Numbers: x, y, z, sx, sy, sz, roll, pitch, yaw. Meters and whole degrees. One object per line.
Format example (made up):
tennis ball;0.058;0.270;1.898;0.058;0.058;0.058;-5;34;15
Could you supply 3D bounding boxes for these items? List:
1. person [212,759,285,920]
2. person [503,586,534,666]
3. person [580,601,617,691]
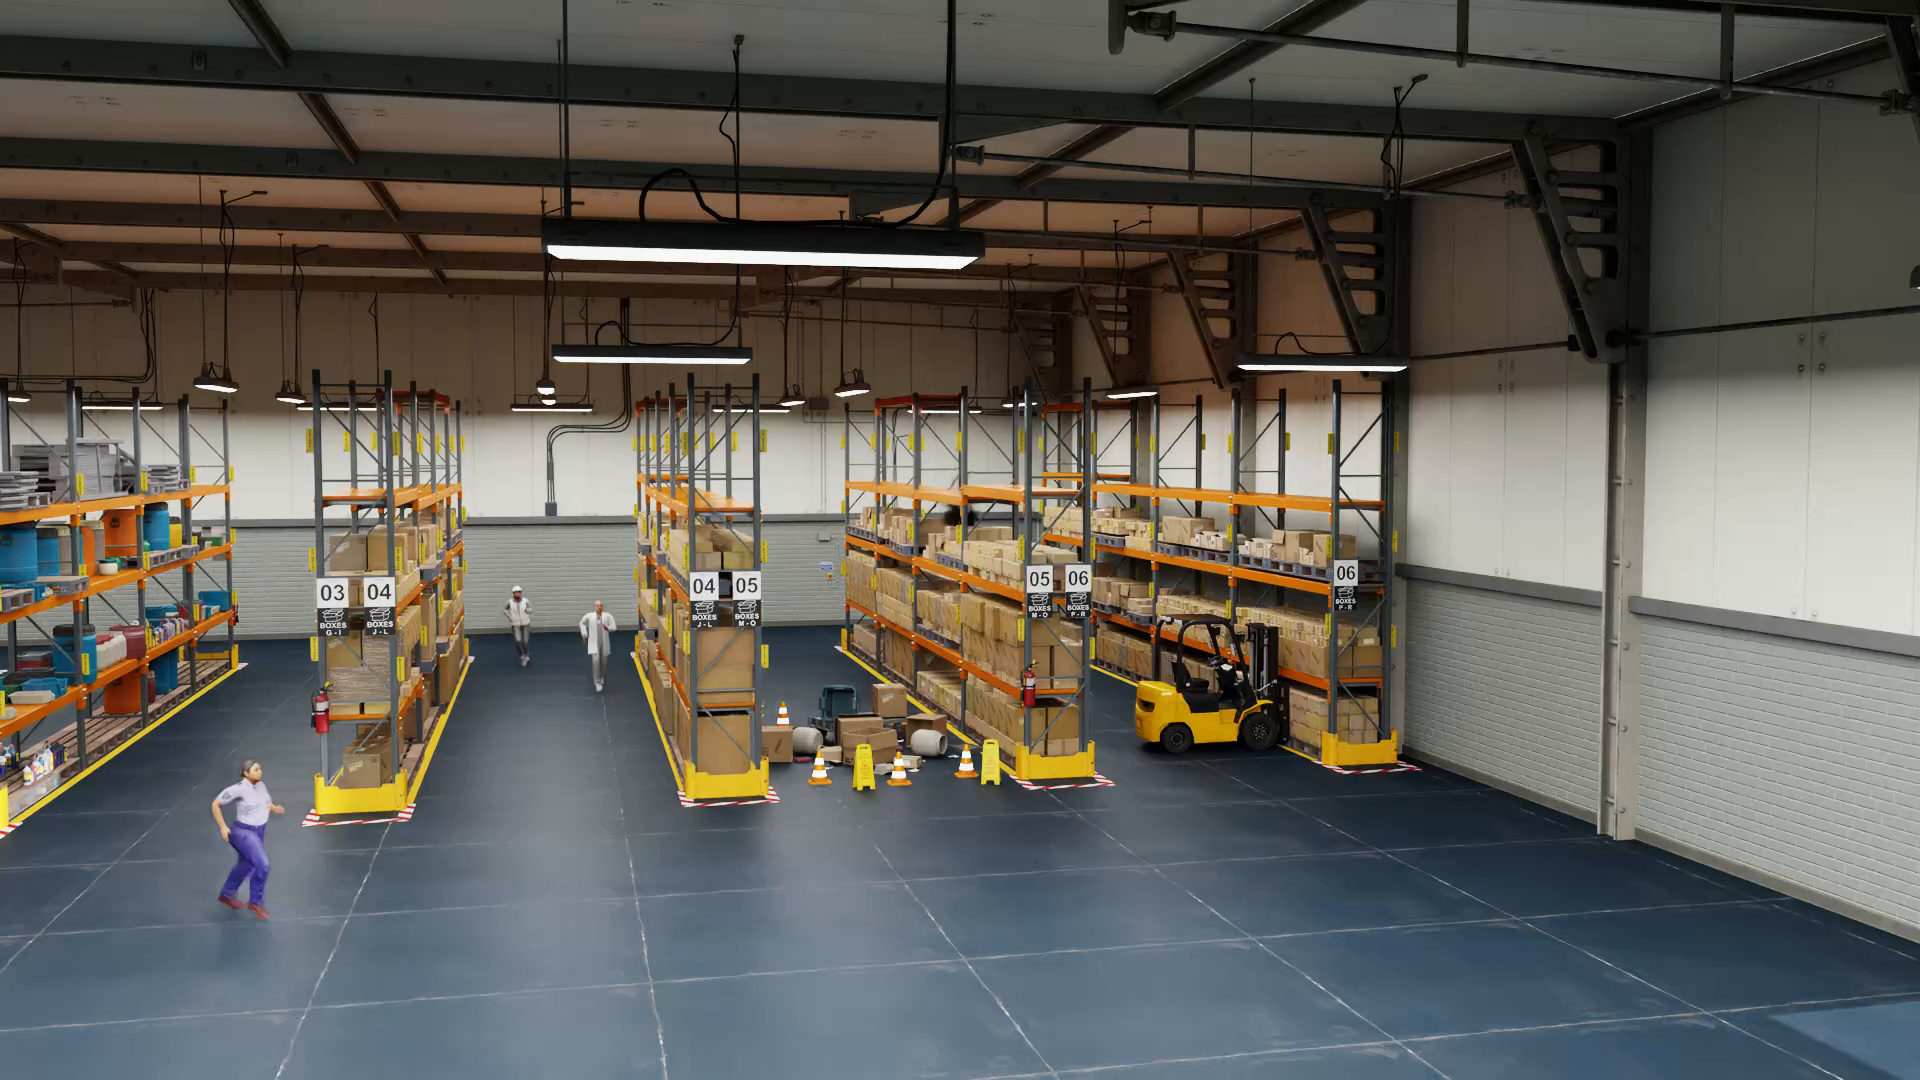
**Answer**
person;-7.538;3.169;17.626;0.822;1.706;0.570;0;3;8
person;-10.002;1.953;37.735;0.658;1.836;0.752;-1;4;-24
person;-7.368;2.125;33.925;0.686;1.781;1.045;-1;4;-22
